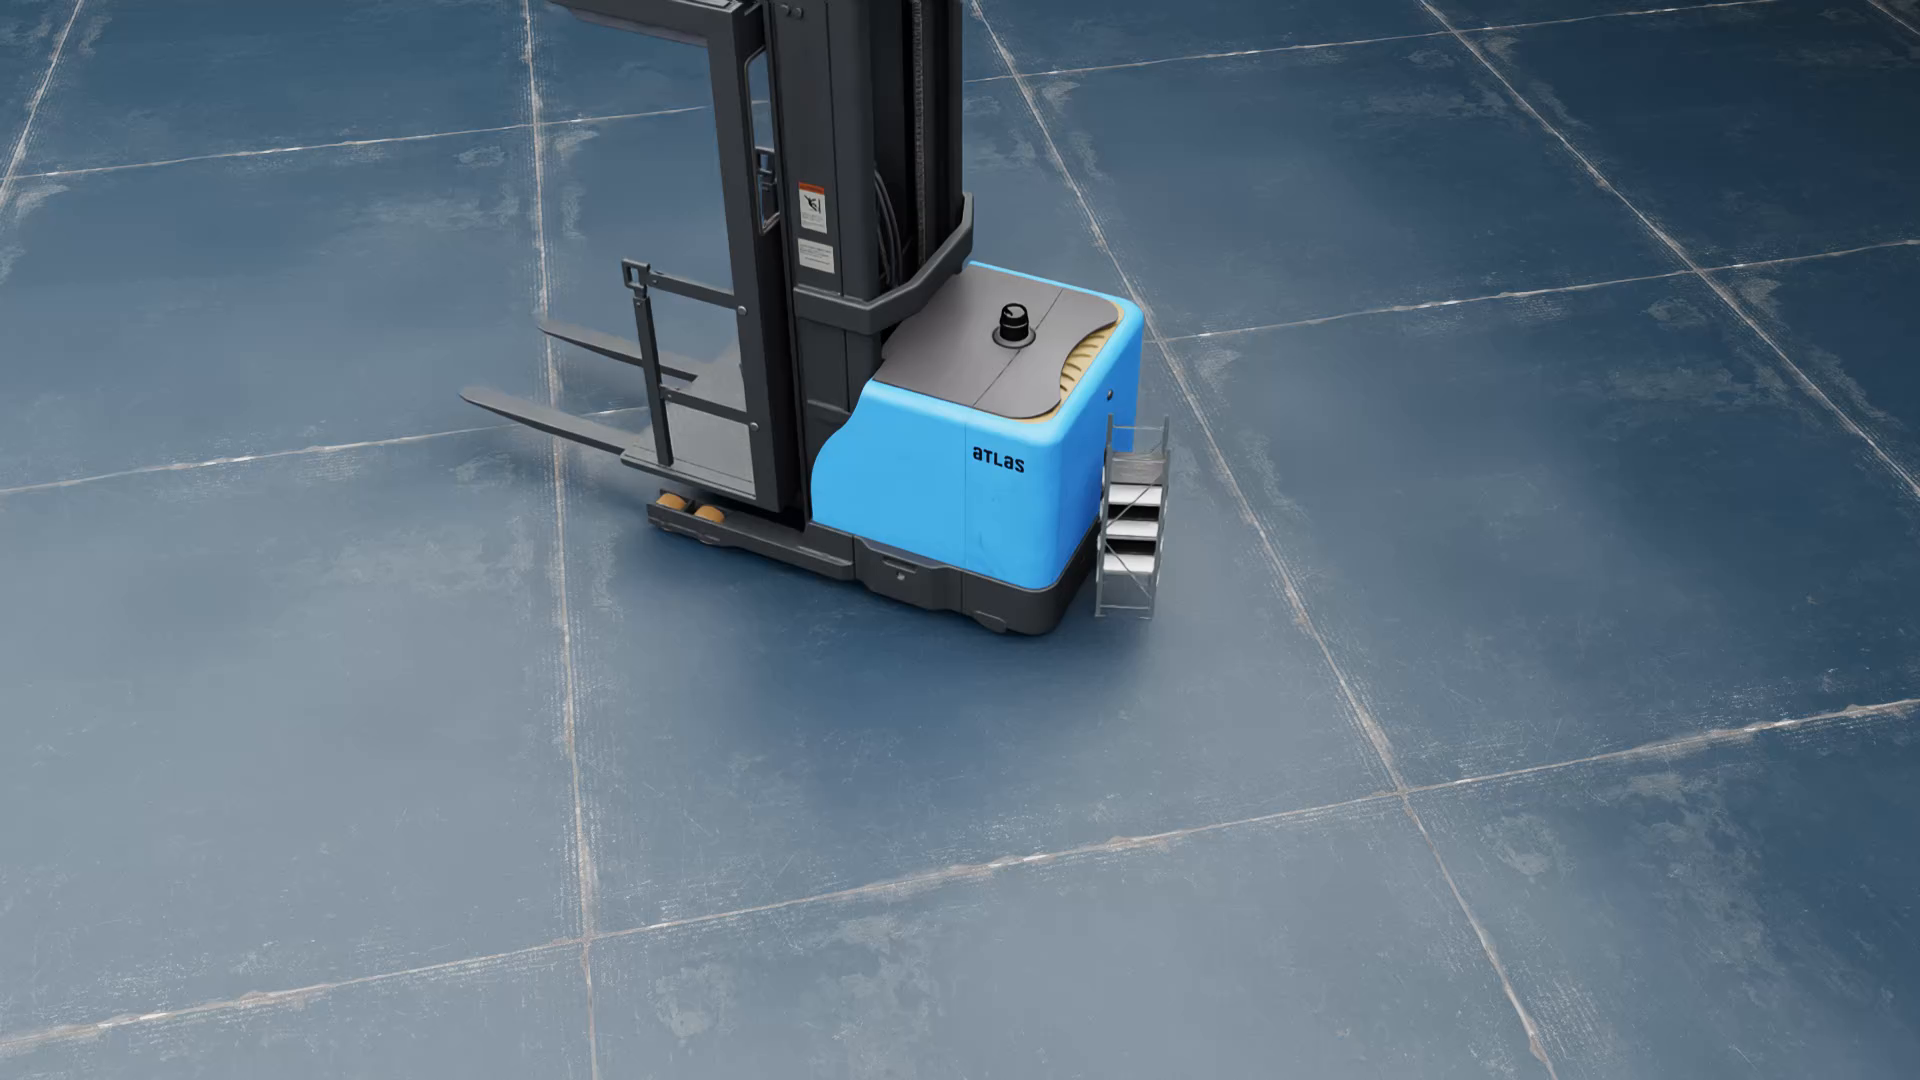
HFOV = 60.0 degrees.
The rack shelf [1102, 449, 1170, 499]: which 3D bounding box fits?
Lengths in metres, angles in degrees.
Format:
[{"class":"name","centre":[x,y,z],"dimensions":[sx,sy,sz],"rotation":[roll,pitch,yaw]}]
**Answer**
[{"class":"rack shelf","centre":[0.686,-0.258,6.507],"dimensions":[0.258,0.077,0.200],"rotation":[3,42,3]}]

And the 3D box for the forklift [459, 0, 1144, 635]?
[{"class":"forklift","centre":[-0.802,-1.377,6.593],"dimensions":[3.031,2.935,1.130],"rotation":[17,44,18]}]

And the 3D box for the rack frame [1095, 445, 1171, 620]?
[{"class":"rack frame","centre":[0.679,-0.014,6.588],"dimensions":[0.240,0.900,0.006],"rotation":[3,42,3]}]

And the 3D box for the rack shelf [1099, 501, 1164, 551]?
[{"class":"rack shelf","centre":[0.686,-0.056,6.686],"dimensions":[0.258,0.077,0.200],"rotation":[3,42,3]}]

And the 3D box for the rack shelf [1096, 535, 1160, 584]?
[{"class":"rack shelf","centre":[0.686,0.078,6.805],"dimensions":[0.258,0.077,0.200],"rotation":[3,42,3]}]

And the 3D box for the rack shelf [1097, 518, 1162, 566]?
[{"class":"rack shelf","centre":[0.686,0.011,6.746],"dimensions":[0.258,0.077,0.200],"rotation":[3,42,3]}]

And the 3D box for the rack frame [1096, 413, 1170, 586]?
[{"class":"rack frame","centre":[0.694,-0.149,6.740],"dimensions":[0.240,0.900,0.006],"rotation":[3,42,3]}]

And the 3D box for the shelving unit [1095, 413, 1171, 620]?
[{"class":"shelving unit","centre":[0.686,-0.081,6.664],"dimensions":[0.258,0.900,0.210],"rotation":[3,42,3]}]

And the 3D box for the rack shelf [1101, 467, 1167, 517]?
[{"class":"rack shelf","centre":[0.686,-0.191,6.566],"dimensions":[0.258,0.077,0.200],"rotation":[3,42,3]}]

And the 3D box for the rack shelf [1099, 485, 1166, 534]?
[{"class":"rack shelf","centre":[0.686,-0.124,6.626],"dimensions":[0.258,0.077,0.200],"rotation":[3,42,3]}]
